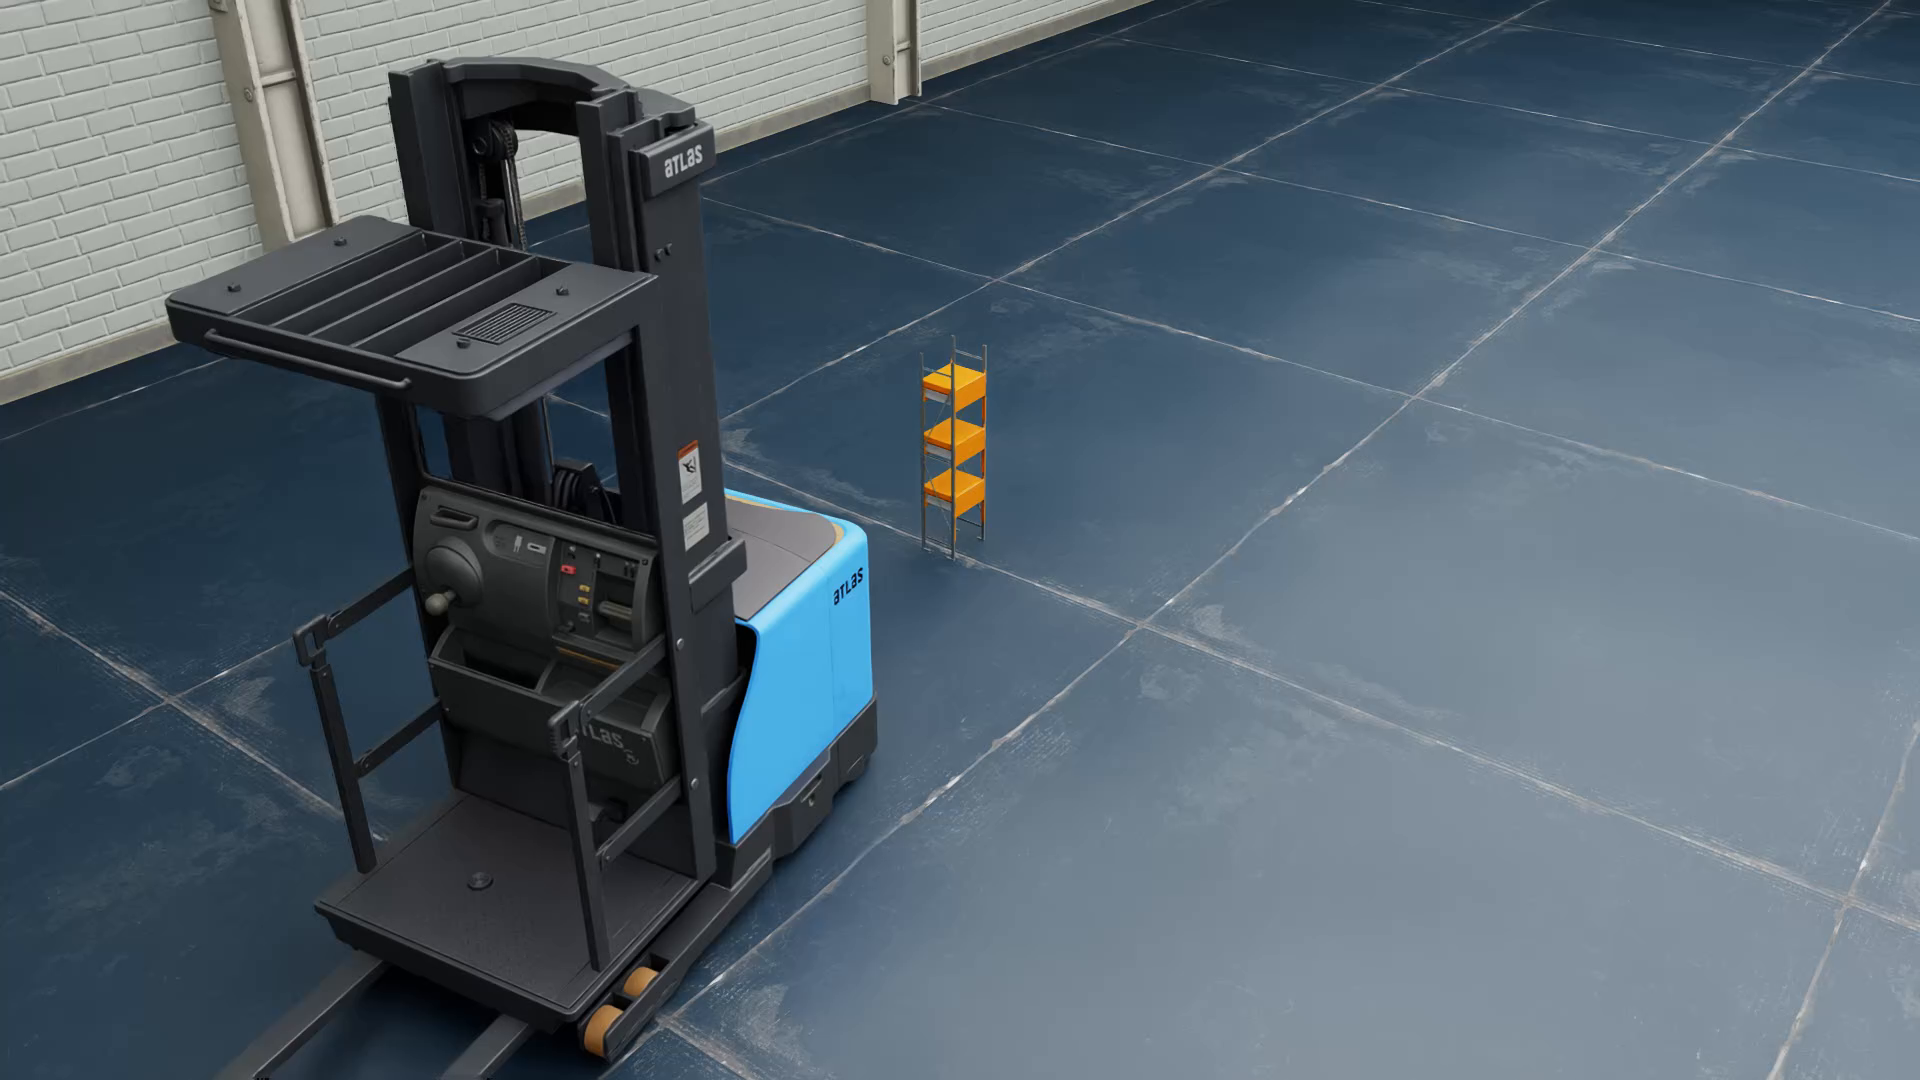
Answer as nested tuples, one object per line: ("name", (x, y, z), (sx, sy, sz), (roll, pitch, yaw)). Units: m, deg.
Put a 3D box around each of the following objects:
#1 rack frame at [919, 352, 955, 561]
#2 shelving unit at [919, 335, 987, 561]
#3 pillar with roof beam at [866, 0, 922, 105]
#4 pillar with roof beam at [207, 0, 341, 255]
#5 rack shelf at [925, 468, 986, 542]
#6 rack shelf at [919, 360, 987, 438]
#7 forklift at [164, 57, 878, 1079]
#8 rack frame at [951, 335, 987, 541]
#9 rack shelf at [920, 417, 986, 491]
("rack frame", (-0.106, -0.380, 7.862), (0.200, 1.050, 0.008), (21, 37, 31))
("shelving unit", (-0.032, -0.430, 7.946), (0.215, 1.050, 0.252), (21, 37, 31))
("pillar with roof beam", (2.847, -6.538, 10.455), (9.100, 9.000, 0.400), (21, 37, 31))
("pillar with roof beam", (-0.775, -4.099, 6.340), (9.100, 9.000, 0.400), (21, 37, 31))
("rack shelf", (-0.032, -0.182, 8.093), (0.215, 0.259, 0.240), (21, 37, 31))
("rack shelf", (-0.032, -0.665, 7.806), (0.215, 0.259, 0.240), (21, 37, 31))
("forklift", (-1.455, 0.162, 5.102), (1.130, 2.935, 3.031), (15, 34, 23))
("rack frame", (0.041, -0.479, 8.029), (0.200, 1.050, 0.008), (21, 37, 31))
("rack shelf", (-0.032, -0.421, 7.951), (0.215, 0.259, 0.240), (21, 37, 31))
